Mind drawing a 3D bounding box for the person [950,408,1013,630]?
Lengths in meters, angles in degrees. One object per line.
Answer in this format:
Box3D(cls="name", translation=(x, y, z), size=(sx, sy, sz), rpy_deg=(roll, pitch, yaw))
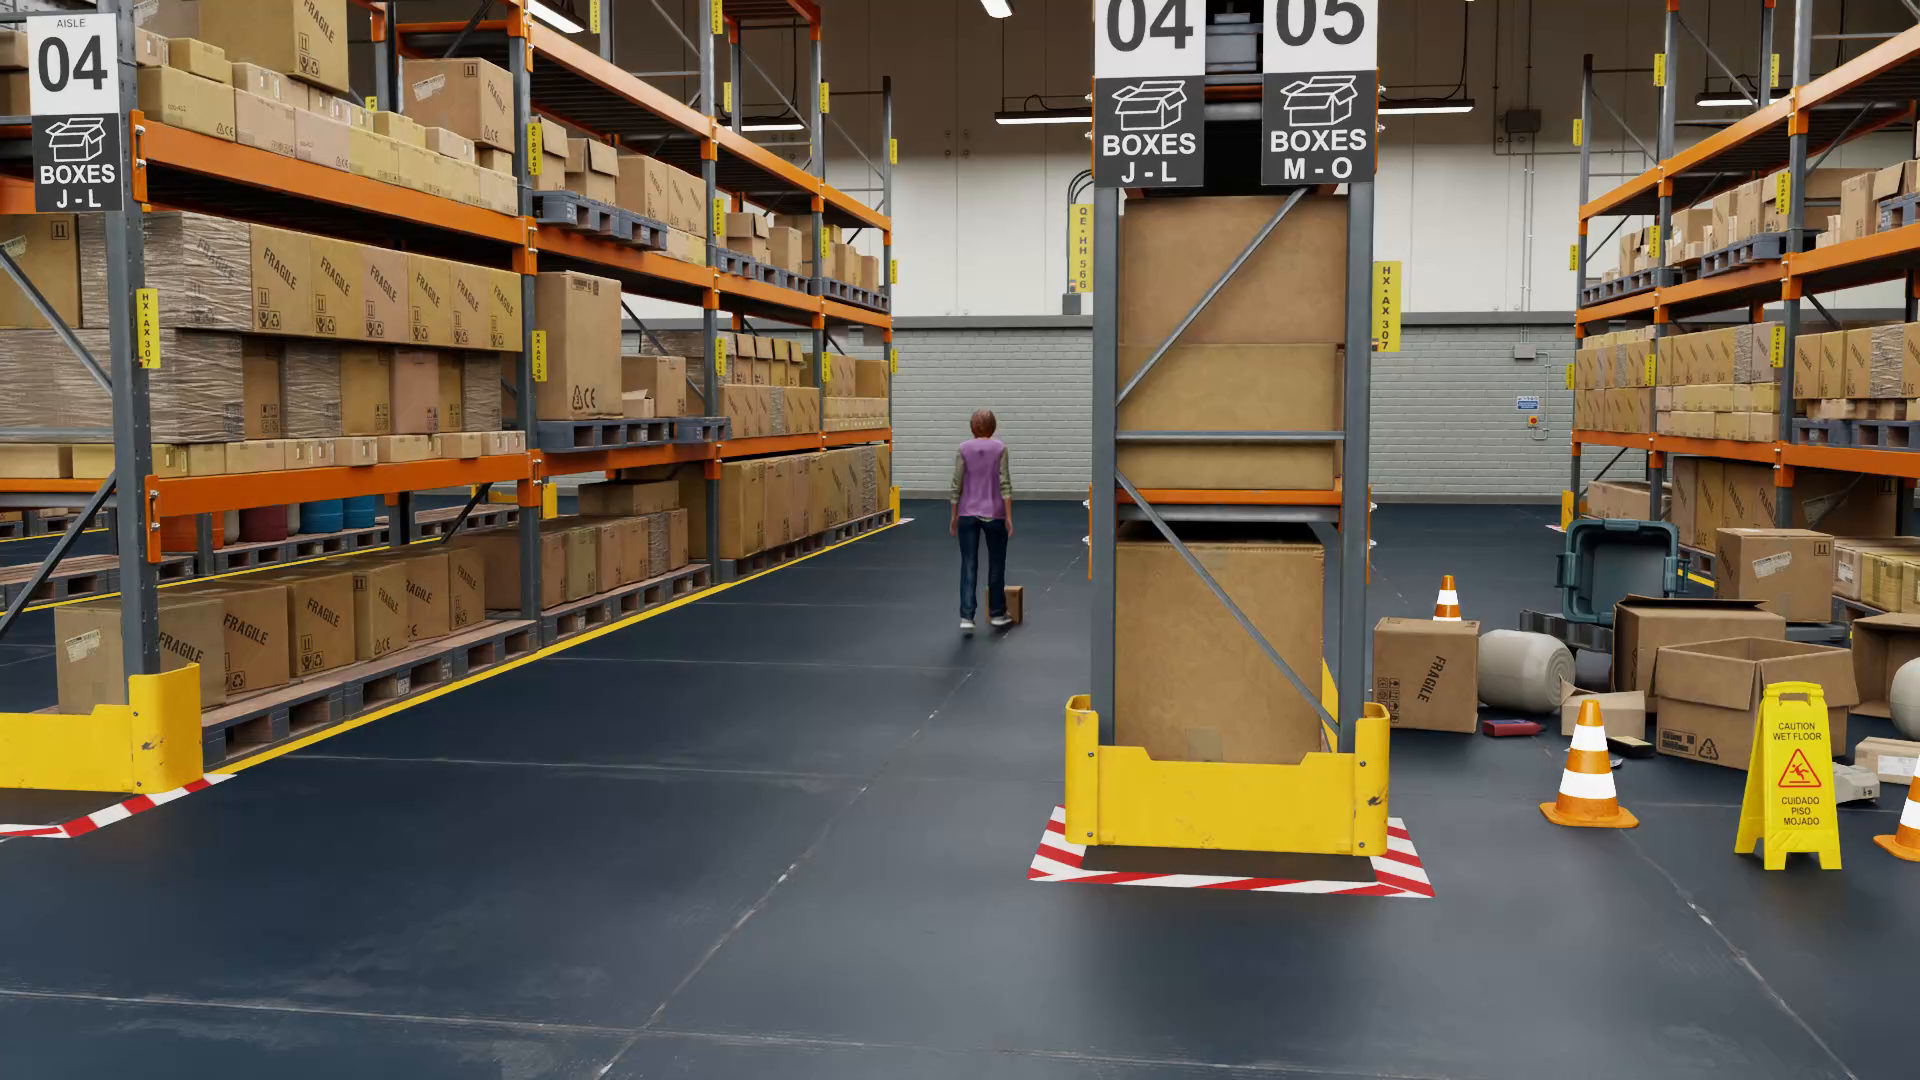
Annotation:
Box3D(cls="person", translation=(0.163, -0.149, 11.898), size=(0.458, 1.550, 0.687), rpy_deg=(1, 5, 7))
